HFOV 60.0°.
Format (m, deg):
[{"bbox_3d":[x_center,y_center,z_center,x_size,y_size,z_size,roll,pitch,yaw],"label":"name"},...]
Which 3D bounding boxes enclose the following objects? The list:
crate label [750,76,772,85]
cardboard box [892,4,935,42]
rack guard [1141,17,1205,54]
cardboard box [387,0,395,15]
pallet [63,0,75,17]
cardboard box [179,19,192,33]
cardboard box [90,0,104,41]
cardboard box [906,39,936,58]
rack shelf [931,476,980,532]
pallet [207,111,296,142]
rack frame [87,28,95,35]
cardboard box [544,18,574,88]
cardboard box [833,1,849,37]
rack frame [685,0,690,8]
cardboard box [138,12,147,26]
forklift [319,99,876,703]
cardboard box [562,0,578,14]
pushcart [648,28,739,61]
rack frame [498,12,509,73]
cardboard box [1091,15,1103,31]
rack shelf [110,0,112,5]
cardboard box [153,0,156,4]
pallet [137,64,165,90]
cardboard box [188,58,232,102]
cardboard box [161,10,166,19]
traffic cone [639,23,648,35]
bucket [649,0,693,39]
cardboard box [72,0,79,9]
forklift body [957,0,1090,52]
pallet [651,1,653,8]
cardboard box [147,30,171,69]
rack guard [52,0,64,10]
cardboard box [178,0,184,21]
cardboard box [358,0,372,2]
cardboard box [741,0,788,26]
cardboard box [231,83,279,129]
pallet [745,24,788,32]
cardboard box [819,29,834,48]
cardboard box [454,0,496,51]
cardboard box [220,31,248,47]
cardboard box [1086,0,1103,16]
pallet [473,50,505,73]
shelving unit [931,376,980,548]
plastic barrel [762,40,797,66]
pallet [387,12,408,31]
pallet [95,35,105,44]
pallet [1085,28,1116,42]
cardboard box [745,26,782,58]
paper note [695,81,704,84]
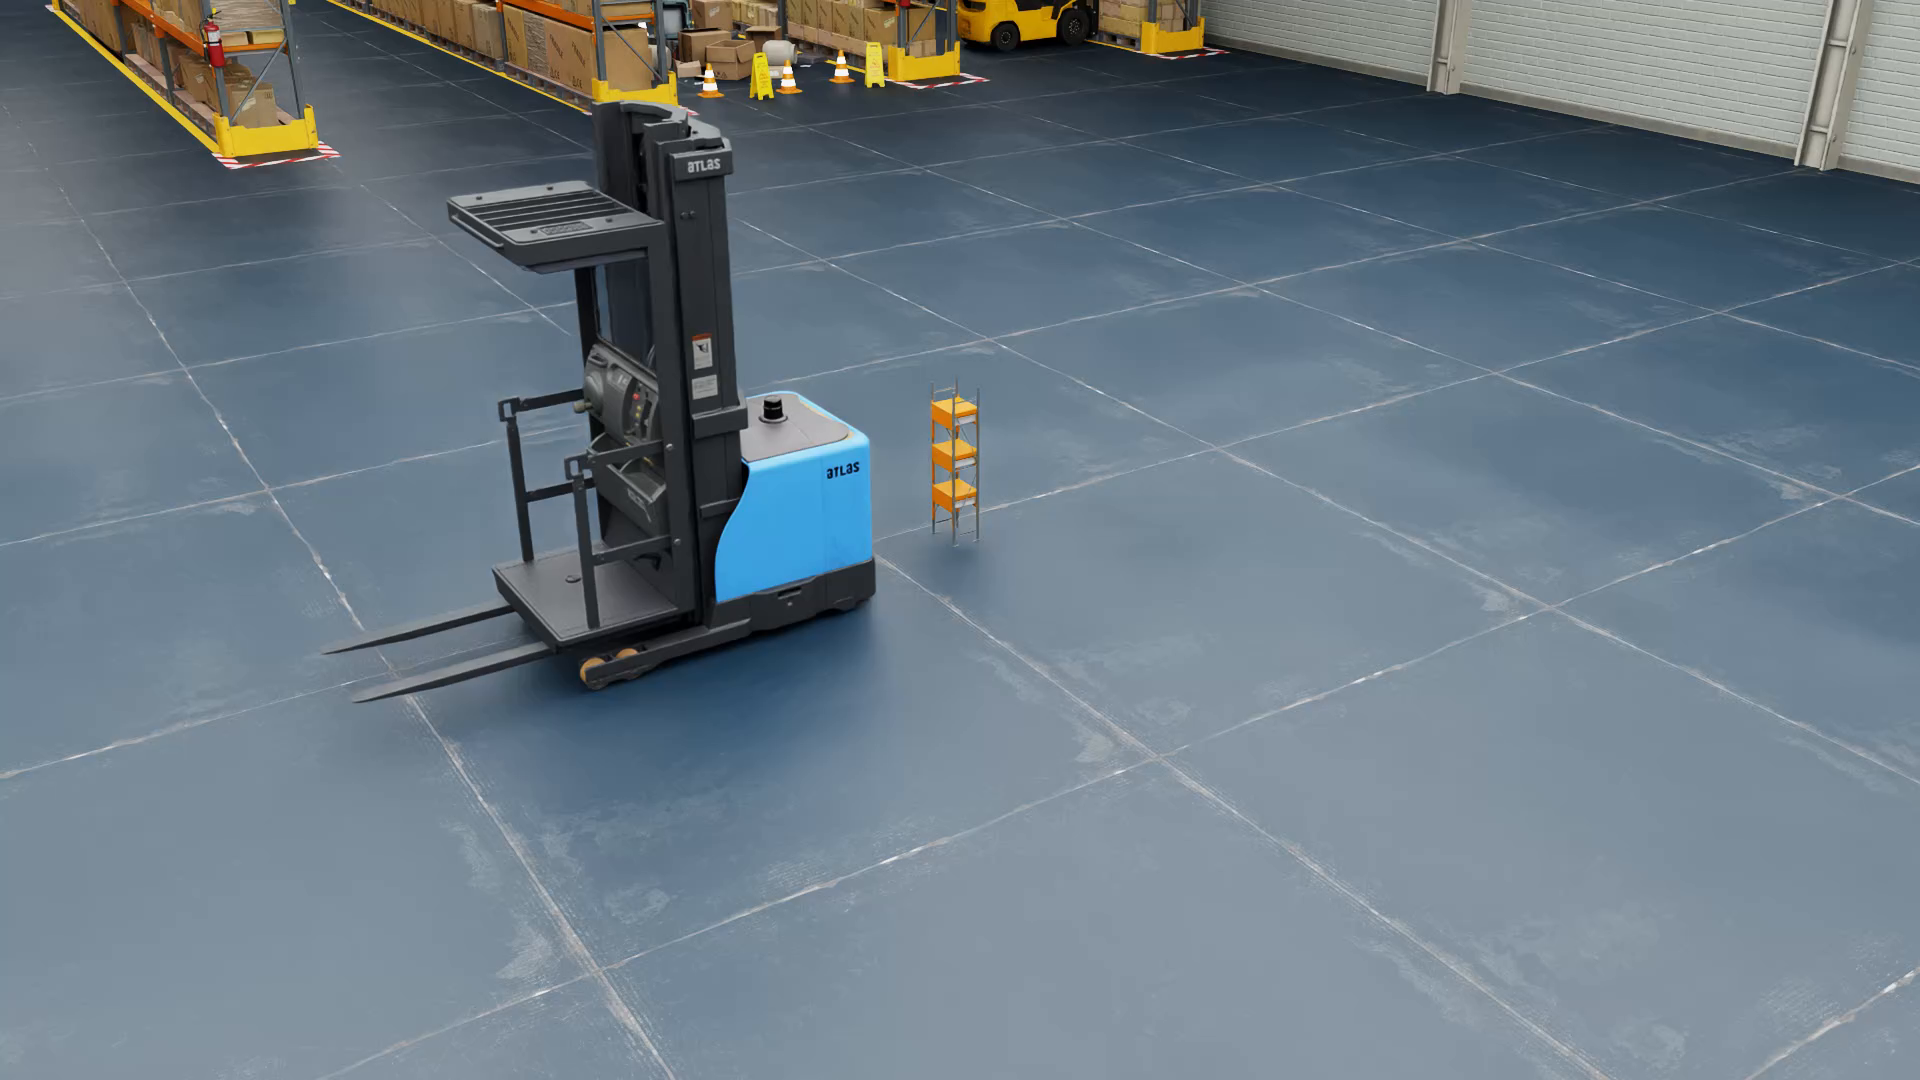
[{"bbox_3d":[-3.061,-7.093,25.614,0.298,0.136,0.250,12,28,24],"label":"crate label"},{"bbox_3d":[-0.742,-8.294,26.657,0.500,0.500,0.500,-17,30,-31],"label":"cardboard box"},{"bbox_3d":[3.650,-8.667,28.523,1.175,0.500,0.348,-16,29,-30],"label":"rack guard"},{"bbox_3d":[-10.394,-10.110,31.089,0.500,0.500,0.500,-15,29,-29],"label":"cardboard box"},{"bbox_3d":[-17.055,-10.532,32.813,1.003,0.211,1.213,-16,29,-30],"label":"pallet"},{"bbox_3d":[-10.058,-6.790,21.915,0.380,0.149,0.250,-16,29,-30],"label":"cardboard box"},{"bbox_3d":[-14.029,-9.001,28.300,1.225,0.875,0.875,-15,29,-29],"label":"cardboard box"},{"bbox_3d":[-0.728,-7.947,26.799,0.500,0.250,0.500,-16,30,-30],"label":"cardboard box"},{"bbox_3d":[-0.029,-0.233,10.690,0.215,0.259,0.240,-16,29,-30],"label":"rack shelf"},{"bbox_3d":[-9.278,-5.403,21.948,1.003,0.211,1.213,-16,29,-30],"label":"pallet"},{"bbox_3d":[-15.374,-10.630,29.754,1.000,3.000,0.127,-16,29,-30],"label":"rack frame"},{"bbox_3d":[-5.520,-7.228,24.545,0.875,0.875,0.875,-16,30,-30],"label":"cardboard box"},{"bbox_3d":[-1.733,-8.527,27.149,0.500,0.500,0.500,-16,30,-31],"label":"cardboard box"},{"bbox_3d":[-4.887,-11.509,31.616,1.000,3.000,0.127,-16,29,-30],"label":"rack frame"},{"bbox_3d":[-12.799,-8.374,26.510,0.500,0.250,0.500,-14,29,-28],"label":"cardboard box"},{"bbox_3d":[-2.015,-0.771,8.950,3.031,2.935,1.130,-16,29,-30],"label":"forklift"},{"bbox_3d":[-5.171,-7.839,23.667,0.875,0.550,0.550,-16,29,-30],"label":"cardboard box"},{"bbox_3d":[-4.586,-8.343,27.981,0.936,0.377,1.648,18,31,33],"label":"pushcart"},{"bbox_3d":[-6.796,-8.888,26.065,1.000,3.000,0.127,-16,29,-30],"label":"rack frame"},{"bbox_3d":[2.587,-9.208,29.470,0.500,0.250,0.500,-15,29,-29],"label":"cardboard box"},{"bbox_3d":[-14.282,-9.589,28.392,1.077,0.370,4.000,-16,29,-30],"label":"rack shelf"},{"bbox_3d":[-10.813,-7.773,23.237,0.875,0.500,0.500,-16,29,-30],"label":"cardboard box"},{"bbox_3d":[-12.103,-7.223,25.803,1.003,0.211,1.213,-16,29,-30],"label":"pallet"},{"bbox_3d":[-10.503,-6.473,23.384,0.500,0.500,0.500,-6,26,-13],"label":"cardboard box"},{"bbox_3d":[-10.856,-7.333,23.064,0.380,0.149,0.250,-16,29,-30],"label":"cardboard box"},{"bbox_3d":[-5.549,-8.919,29.101,0.336,0.463,0.334,-16,29,-30],"label":"traffic cone"},{"bbox_3d":[-4.790,-8.584,27.474,0.726,0.611,0.620,-6,16,-12],"label":"bucket"},{"bbox_3d":[-16.644,-10.754,32.014,0.875,0.875,0.875,-16,29,-30],"label":"cardboard box"},{"bbox_3d":[1.073,-9.675,28.725,2.313,2.155,1.214,-16,29,-30],"label":"forklift body"},{"bbox_3d":[-5.916,-10.983,33.769,1.003,0.211,1.213,-16,29,-30],"label":"pallet"},{"bbox_3d":[-12.179,-7.636,25.825,0.700,0.500,0.500,-13,28,-25],"label":"cardboard box"},{"bbox_3d":[-17.570,-10.939,33.337,1.175,0.500,0.348,-16,29,-30],"label":"rack guard"},{"bbox_3d":[-9.710,-7.061,21.727,0.875,0.500,0.500,-16,29,-30],"label":"cardboard box"},{"bbox_3d":[-11.662,-10.711,32.774,0.380,0.149,0.250,-15,29,-29],"label":"cardboard box"},{"bbox_3d":[-3.387,-9.523,29.996,0.950,0.372,0.625,-14,28,-26],"label":"cardboard box"},{"bbox_3d":[-9.150,-5.625,21.588,0.500,0.500,0.500,-10,27,-20],"label":"cardboard box"},{"bbox_3d":[-3.130,-9.095,29.769,1.003,0.211,1.213,-16,29,-30],"label":"pallet"},{"bbox_3d":[-2.015,-8.373,27.702,0.500,0.250,0.500,-16,30,-30],"label":"cardboard box"},{"bbox_3d":[-7.733,-8.608,27.614,1.050,0.750,0.750,-16,29,-30],"label":"cardboard box"},{"bbox_3d":[-9.151,-6.278,20.830,0.380,0.149,0.250,-16,29,-30],"label":"cardboard box"},{"bbox_3d":[2.545,-9.441,29.379,0.500,0.250,0.500,-16,30,-31],"label":"cardboard box"},{"bbox_3d":[-7.280,-7.886,27.208,1.003,0.211,1.213,-16,29,-30],"label":"pallet"},{"bbox_3d":[-0.029,-0.494,10.566,0.215,1.050,0.252,-16,29,-30],"label":"shelving unit"},{"bbox_3d":[-2.916,-7.868,26.922,0.512,0.421,0.421,3,25,6],"label":"plastic barrel"},{"bbox_3d":[-10.066,-9.774,31.207,1.003,0.211,1.213,-16,29,-30],"label":"pallet"},{"bbox_3d":[-14.889,-9.111,29.802,1.003,0.211,1.213,-16,29,-30],"label":"pallet"},{"bbox_3d":[2.523,-9.244,30.085,1.003,0.211,1.213,-16,29,-30],"label":"pallet"},{"bbox_3d":[-3.258,-8.249,27.635,0.500,0.500,0.500,3,25,6],"label":"cardboard box"},{"bbox_3d":[-4.023,-7.056,25.663,0.144,0.017,0.142,-6,26,-12],"label":"paper note"}]
